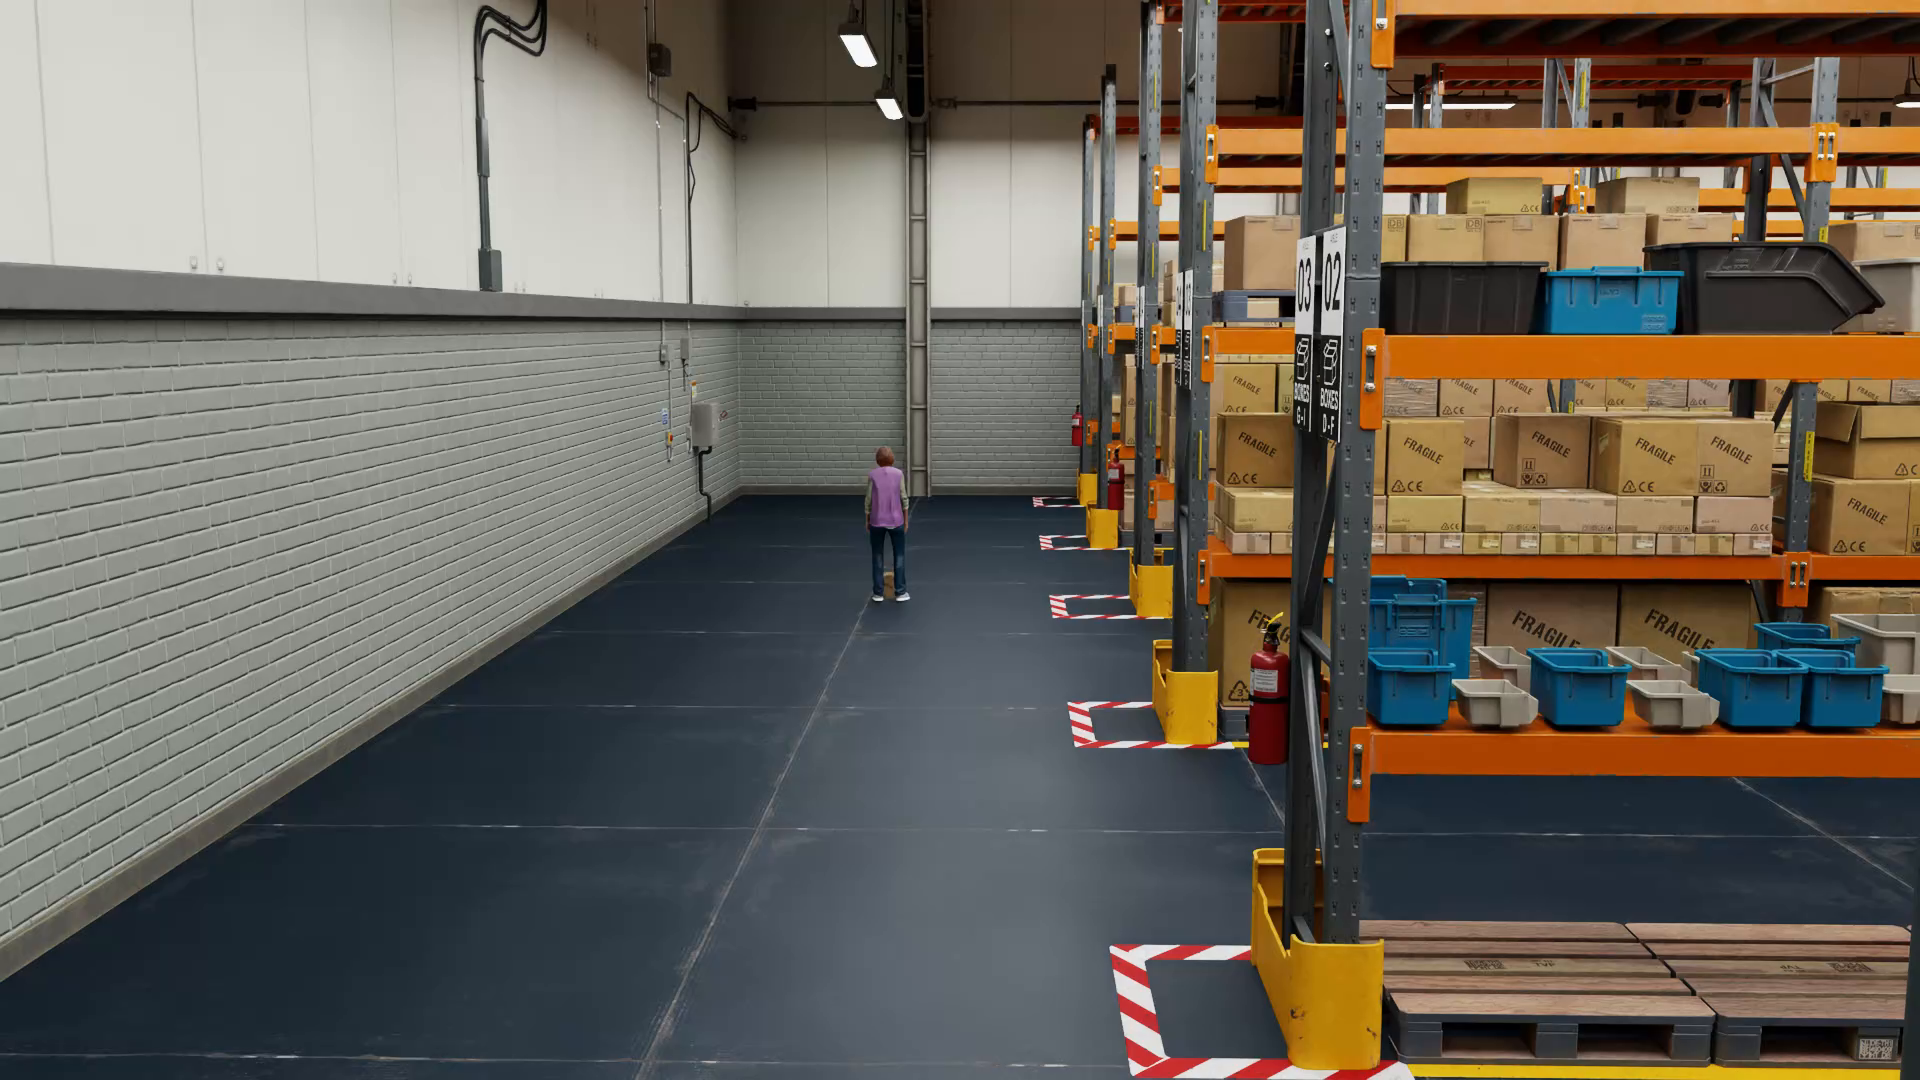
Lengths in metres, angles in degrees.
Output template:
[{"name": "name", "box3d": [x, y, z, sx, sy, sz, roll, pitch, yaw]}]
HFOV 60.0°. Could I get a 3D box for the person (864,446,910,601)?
[{"name": "person", "box3d": [-0.750, -0.162, 17.062, 0.462, 1.593, 0.347, 0, 7, -1]}]
